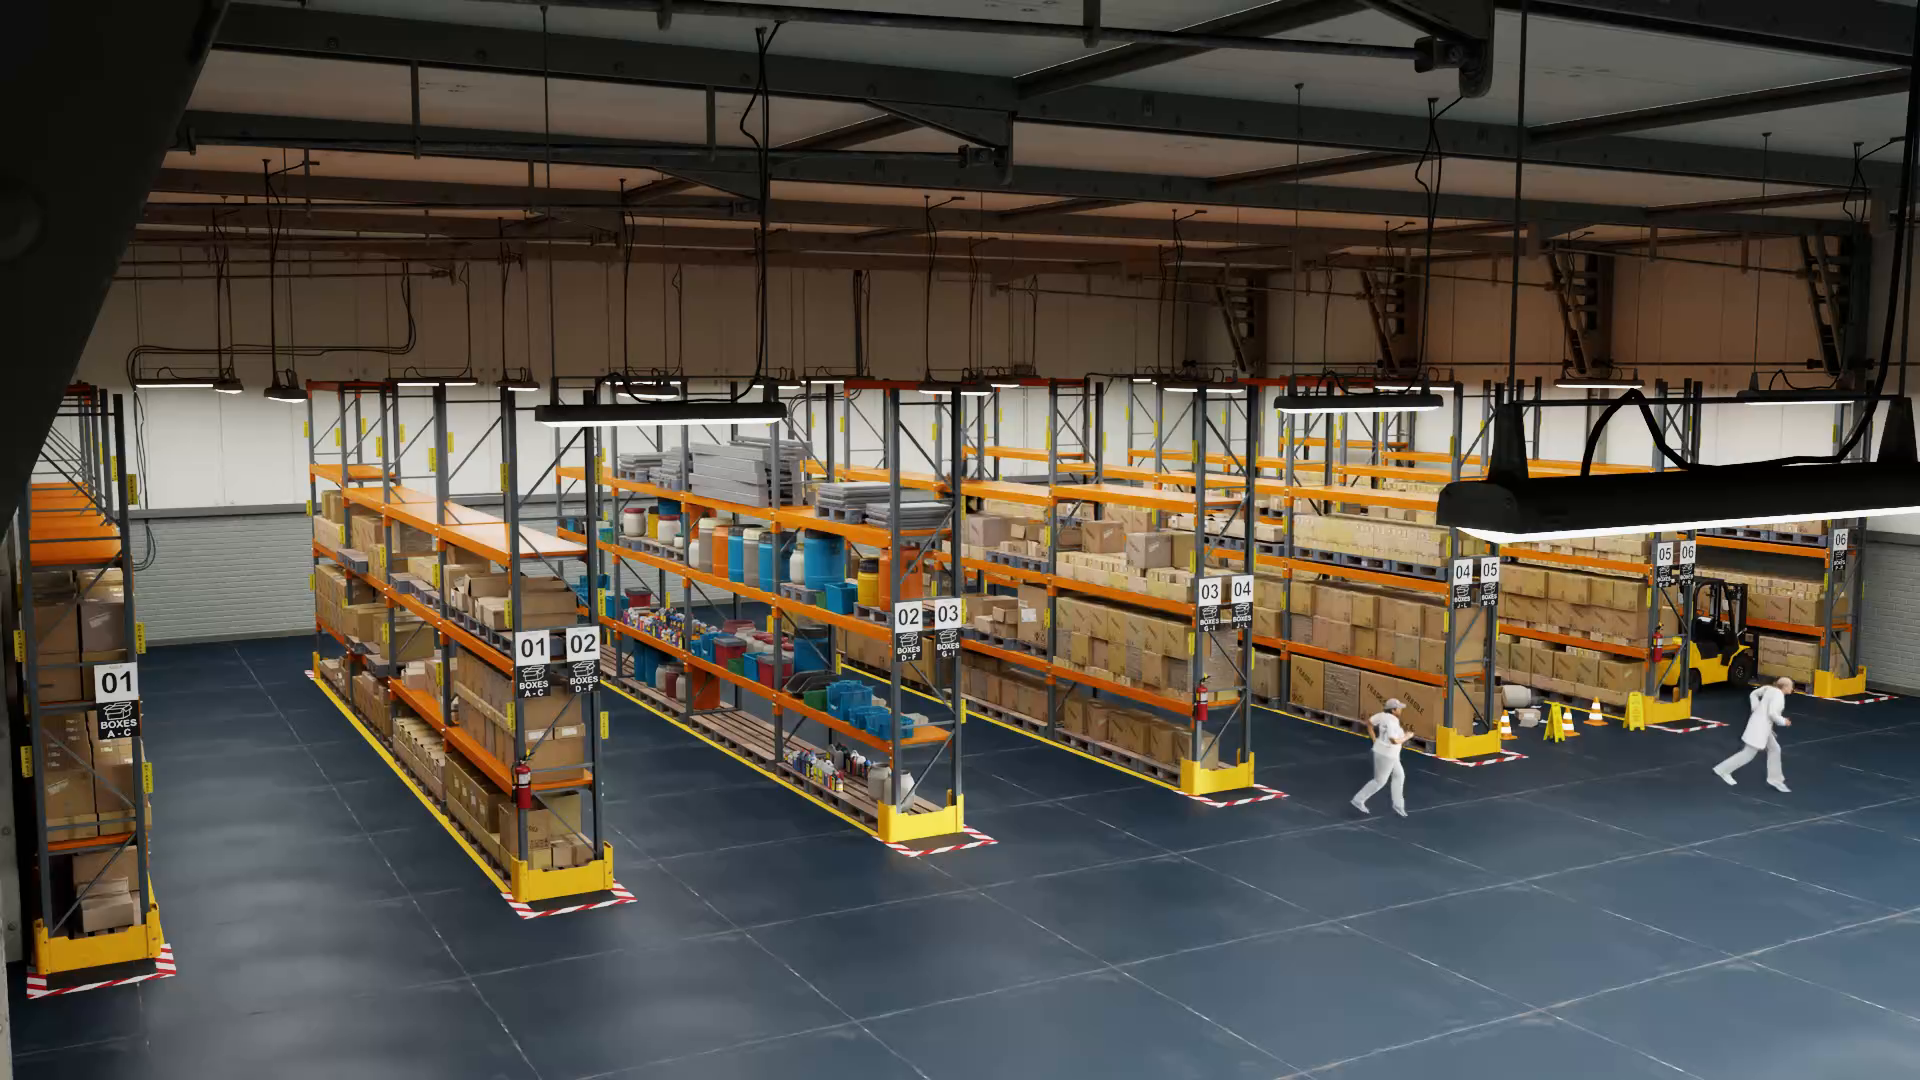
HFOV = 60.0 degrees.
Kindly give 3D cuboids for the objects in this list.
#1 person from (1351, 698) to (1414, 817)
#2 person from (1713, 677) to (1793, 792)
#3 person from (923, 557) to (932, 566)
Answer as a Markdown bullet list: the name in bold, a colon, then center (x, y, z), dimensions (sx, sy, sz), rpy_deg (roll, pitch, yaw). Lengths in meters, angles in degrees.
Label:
- **person**: center (5.888, 3.063, 23.191), dimensions (0.839, 1.741, 0.591), rpy_deg (1, 6, 7)
- **person**: center (11.809, 2.884, 24.734), dimensions (1.083, 1.742, 0.754), rpy_deg (1, 6, 10)
- **person**: center (-1.040, 1.149, 40.530), dimensions (0.758, 1.755, 0.880), rpy_deg (4, 7, 32)
